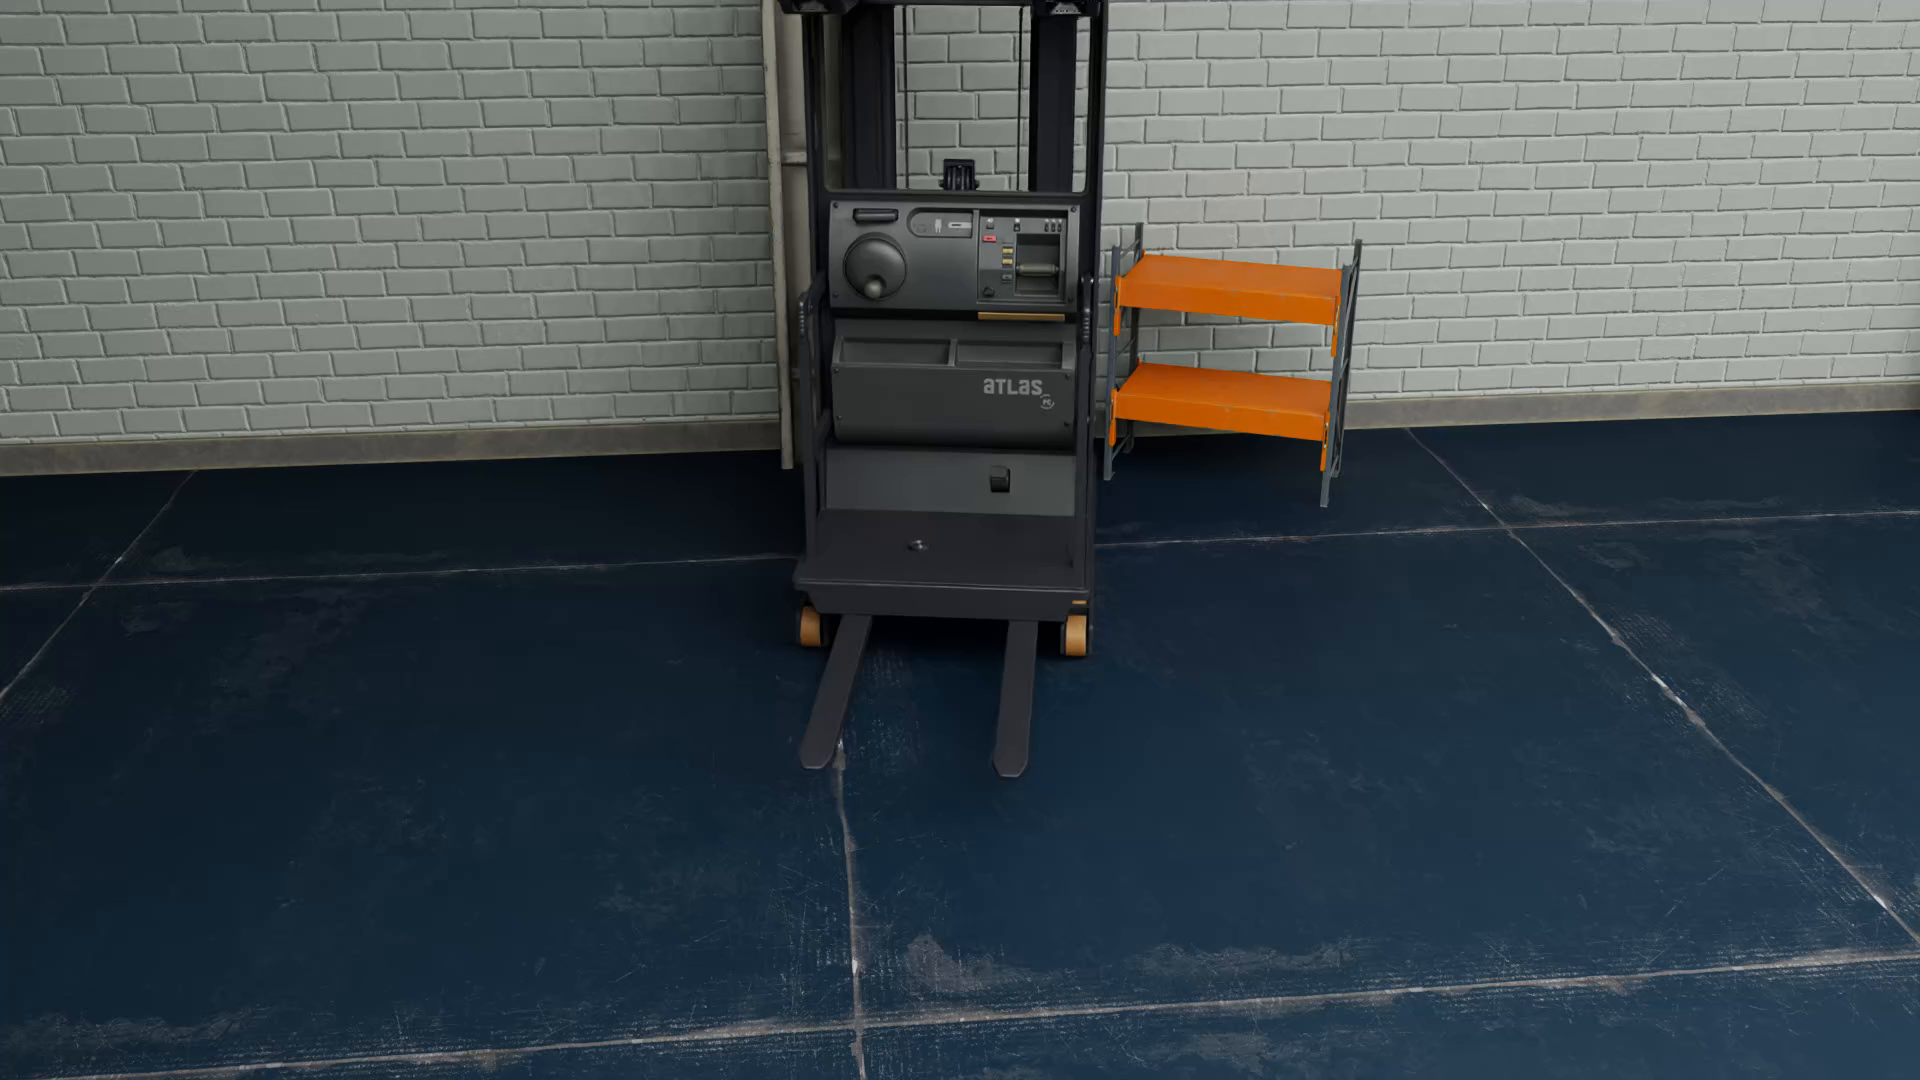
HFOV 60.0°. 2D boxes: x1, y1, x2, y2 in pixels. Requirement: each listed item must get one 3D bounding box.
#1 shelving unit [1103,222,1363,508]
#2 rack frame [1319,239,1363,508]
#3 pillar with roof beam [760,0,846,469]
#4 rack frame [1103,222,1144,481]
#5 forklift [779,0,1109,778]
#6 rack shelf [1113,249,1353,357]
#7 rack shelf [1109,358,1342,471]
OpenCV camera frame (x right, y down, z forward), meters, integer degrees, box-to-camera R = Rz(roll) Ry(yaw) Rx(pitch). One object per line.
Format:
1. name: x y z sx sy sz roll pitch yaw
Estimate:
1. shelving unit: 1.255 -0.825 7.722 1.048 1.125 0.538 8 25 17
2. rack frame: 1.736 -0.759 7.572 0.032 1.125 0.500 8 25 17
3. pillar with roof beam: -0.254 -2.784 2.434 0.400 9.000 9.100 -2 24 -5
4. rack frame: 0.774 -0.892 7.872 0.032 1.125 0.500 8 25 17
5. forklift: -0.038 -1.037 5.975 1.130 2.935 3.031 2 24 4
6. rack shelf: 1.255 -1.093 7.603 1.000 0.278 0.538 8 25 17
7. rack shelf: 1.255 -0.602 7.822 1.000 0.278 0.538 8 25 17
